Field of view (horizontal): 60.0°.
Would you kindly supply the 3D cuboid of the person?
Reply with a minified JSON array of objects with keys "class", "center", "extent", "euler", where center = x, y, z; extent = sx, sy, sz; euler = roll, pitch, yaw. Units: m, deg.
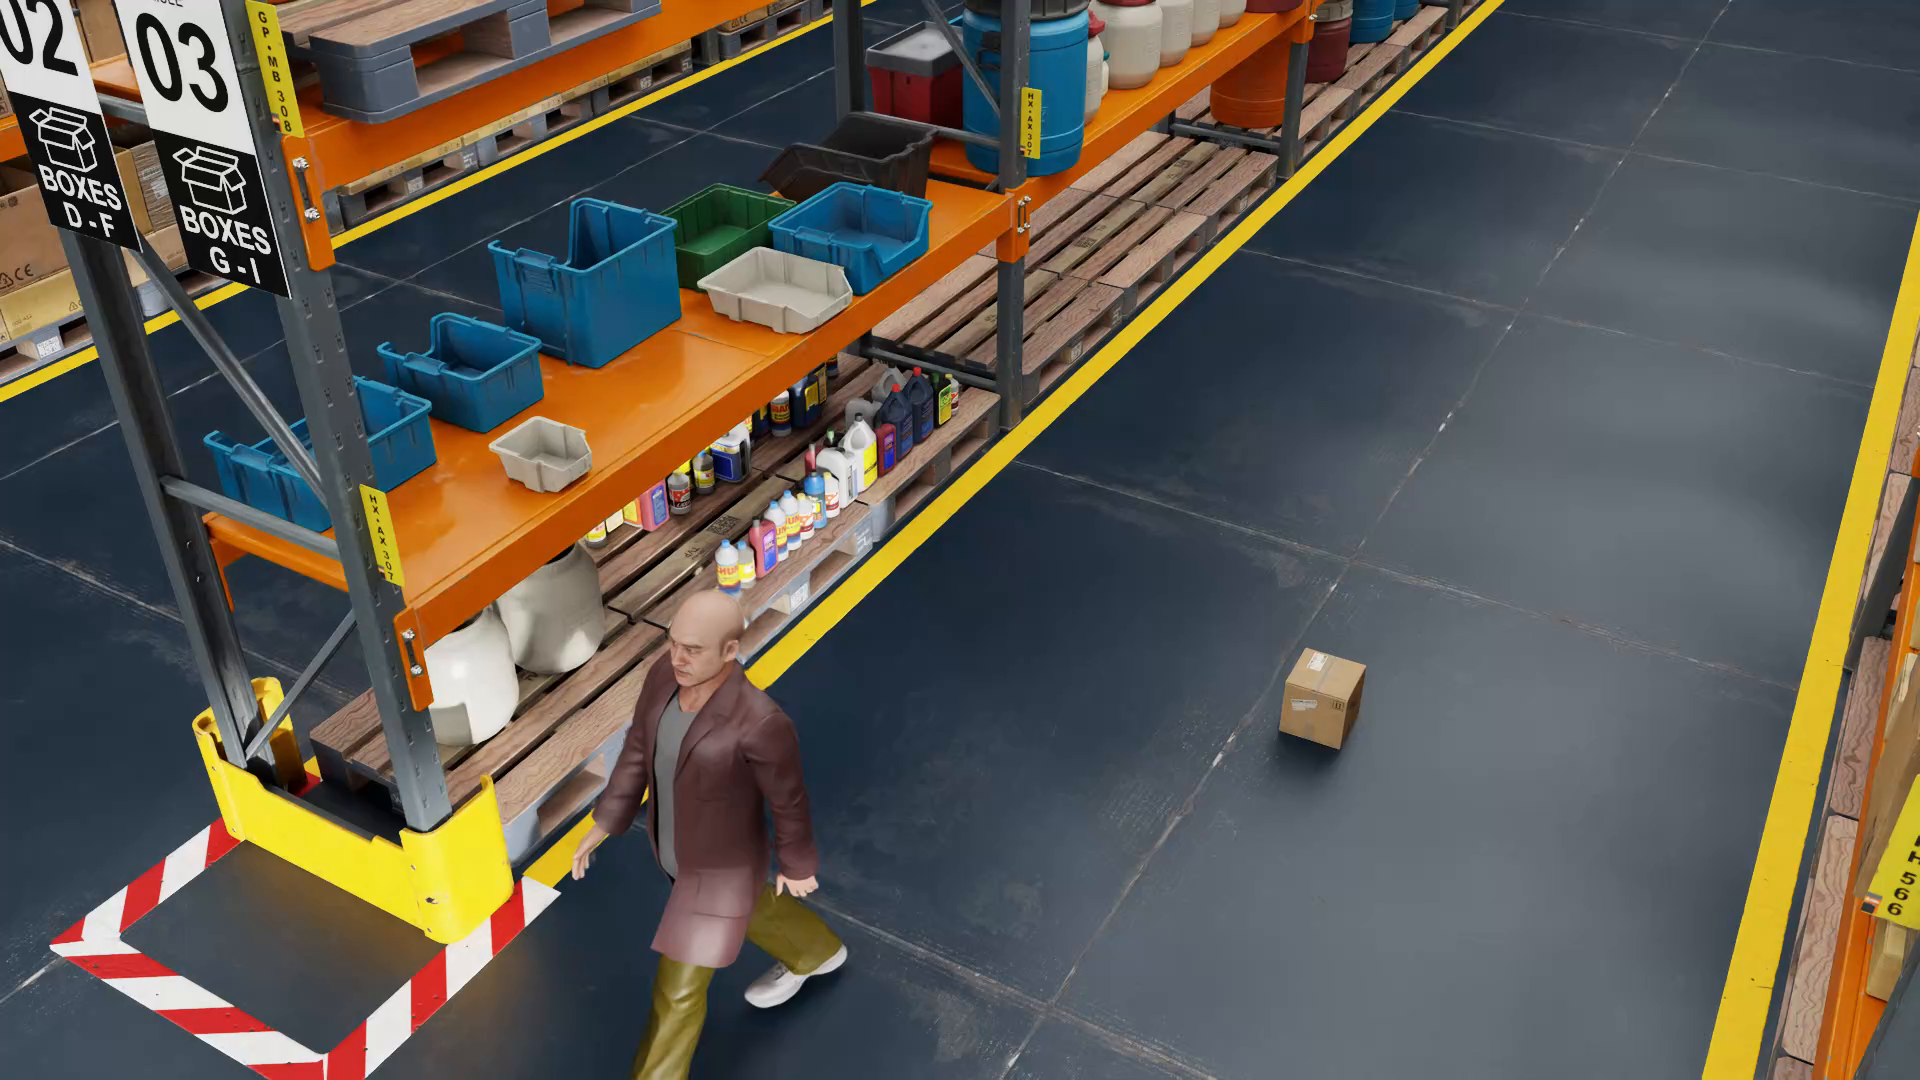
[{"class":"person","center":[-0.789,0.908,4.785],"extent":[1.119,1.715,0.571],"euler":[-24,41,-32]}]
